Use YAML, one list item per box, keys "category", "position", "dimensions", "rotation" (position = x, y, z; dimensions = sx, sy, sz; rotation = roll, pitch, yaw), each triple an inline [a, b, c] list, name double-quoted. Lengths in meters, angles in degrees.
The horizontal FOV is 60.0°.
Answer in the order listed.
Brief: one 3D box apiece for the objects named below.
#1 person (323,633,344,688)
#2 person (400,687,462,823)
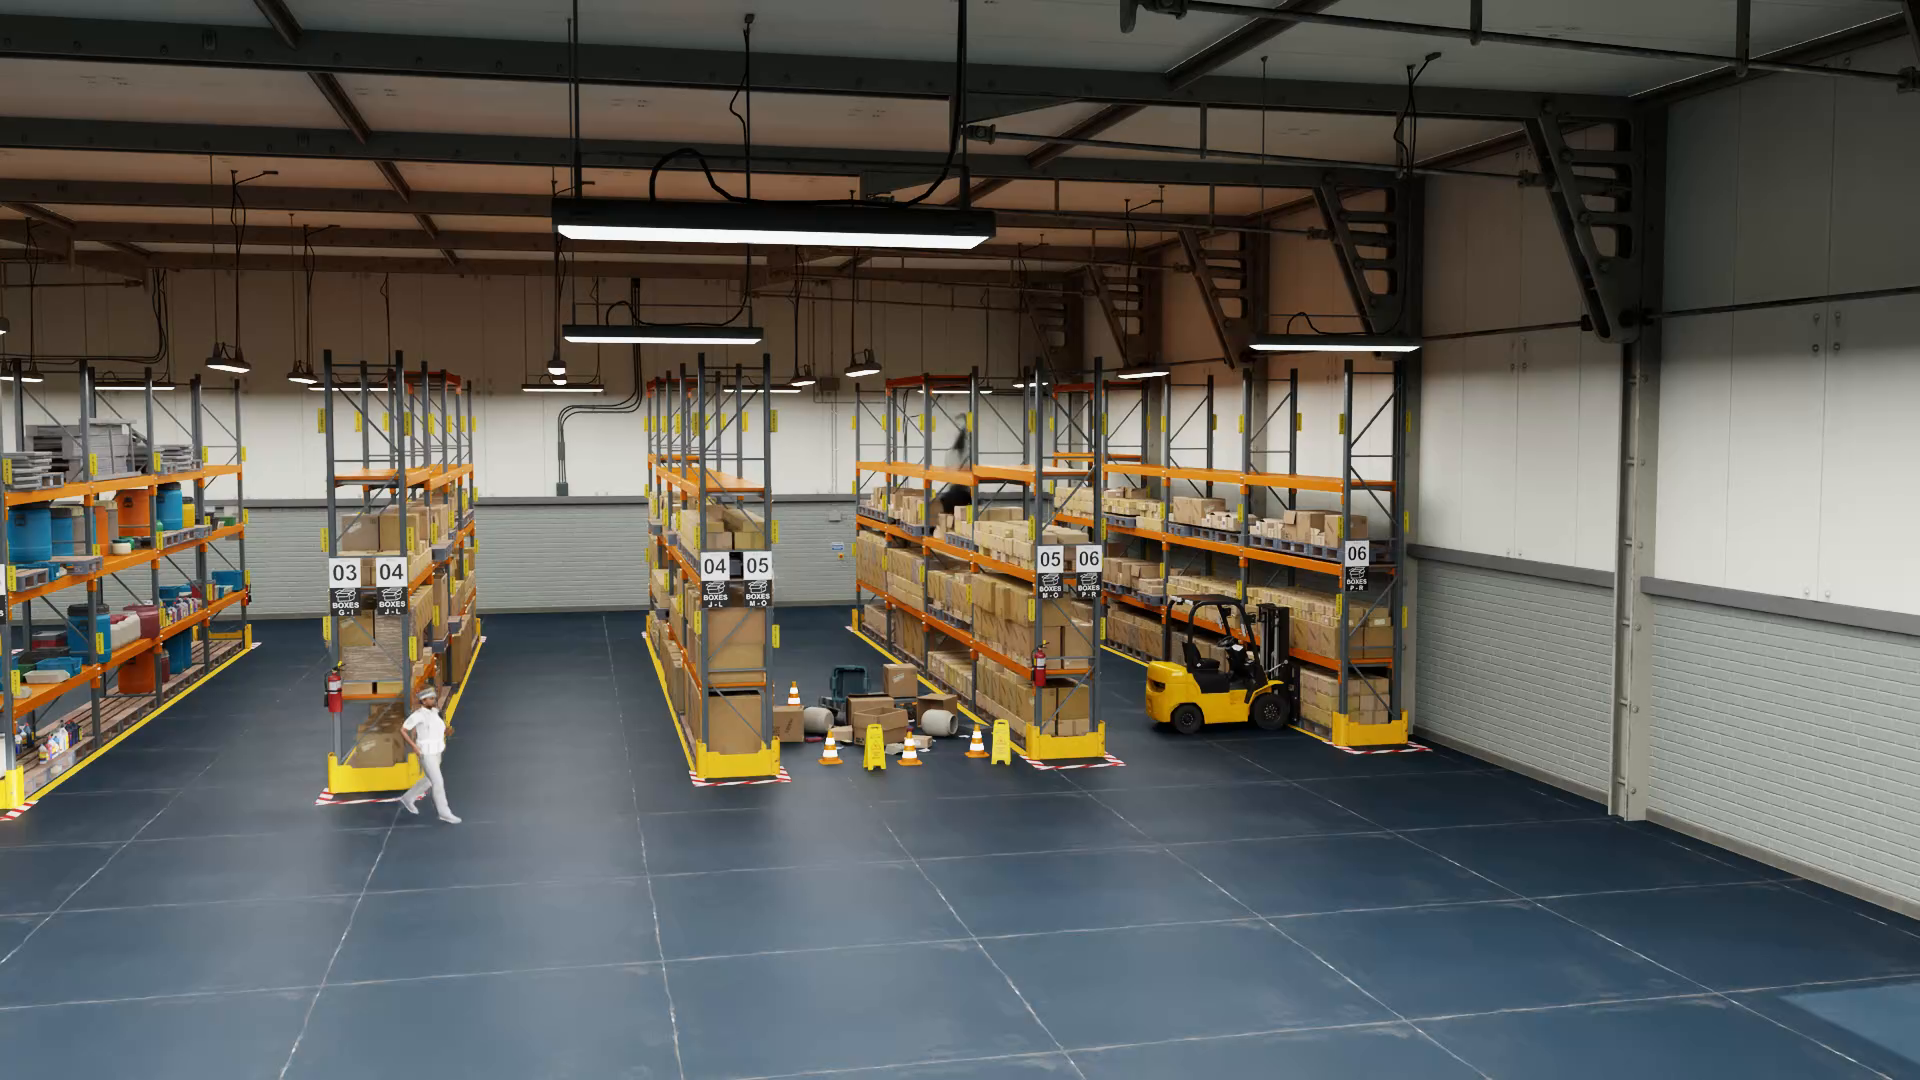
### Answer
- category: "person"
  position: [-11.735, 2.011, 31.509]
  dimensions: [0.616, 1.632, 0.599]
  rotation: [-1, 4, -17]
- category: "person"
  position: [-6.677, 2.680, 20.896]
  dimensions: [0.937, 1.691, 0.574]
  rotation: [1, 4, 15]
